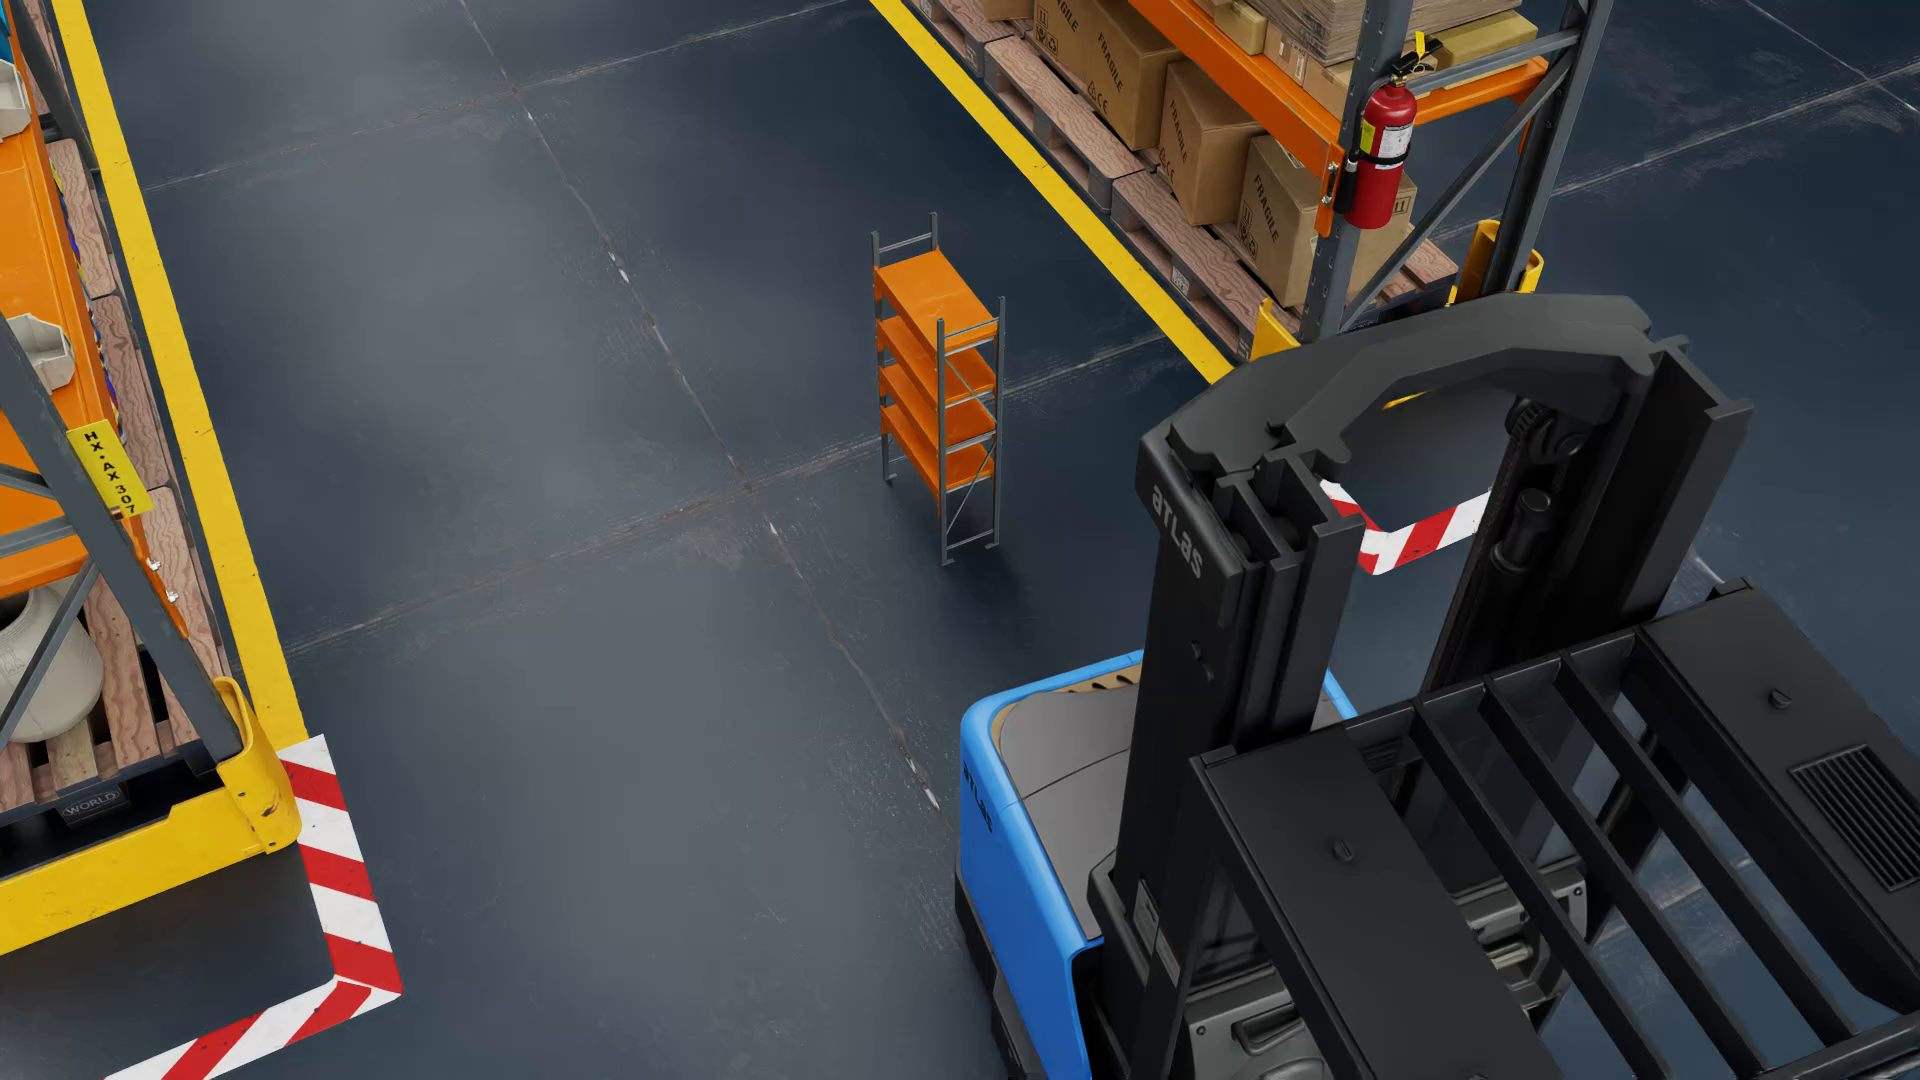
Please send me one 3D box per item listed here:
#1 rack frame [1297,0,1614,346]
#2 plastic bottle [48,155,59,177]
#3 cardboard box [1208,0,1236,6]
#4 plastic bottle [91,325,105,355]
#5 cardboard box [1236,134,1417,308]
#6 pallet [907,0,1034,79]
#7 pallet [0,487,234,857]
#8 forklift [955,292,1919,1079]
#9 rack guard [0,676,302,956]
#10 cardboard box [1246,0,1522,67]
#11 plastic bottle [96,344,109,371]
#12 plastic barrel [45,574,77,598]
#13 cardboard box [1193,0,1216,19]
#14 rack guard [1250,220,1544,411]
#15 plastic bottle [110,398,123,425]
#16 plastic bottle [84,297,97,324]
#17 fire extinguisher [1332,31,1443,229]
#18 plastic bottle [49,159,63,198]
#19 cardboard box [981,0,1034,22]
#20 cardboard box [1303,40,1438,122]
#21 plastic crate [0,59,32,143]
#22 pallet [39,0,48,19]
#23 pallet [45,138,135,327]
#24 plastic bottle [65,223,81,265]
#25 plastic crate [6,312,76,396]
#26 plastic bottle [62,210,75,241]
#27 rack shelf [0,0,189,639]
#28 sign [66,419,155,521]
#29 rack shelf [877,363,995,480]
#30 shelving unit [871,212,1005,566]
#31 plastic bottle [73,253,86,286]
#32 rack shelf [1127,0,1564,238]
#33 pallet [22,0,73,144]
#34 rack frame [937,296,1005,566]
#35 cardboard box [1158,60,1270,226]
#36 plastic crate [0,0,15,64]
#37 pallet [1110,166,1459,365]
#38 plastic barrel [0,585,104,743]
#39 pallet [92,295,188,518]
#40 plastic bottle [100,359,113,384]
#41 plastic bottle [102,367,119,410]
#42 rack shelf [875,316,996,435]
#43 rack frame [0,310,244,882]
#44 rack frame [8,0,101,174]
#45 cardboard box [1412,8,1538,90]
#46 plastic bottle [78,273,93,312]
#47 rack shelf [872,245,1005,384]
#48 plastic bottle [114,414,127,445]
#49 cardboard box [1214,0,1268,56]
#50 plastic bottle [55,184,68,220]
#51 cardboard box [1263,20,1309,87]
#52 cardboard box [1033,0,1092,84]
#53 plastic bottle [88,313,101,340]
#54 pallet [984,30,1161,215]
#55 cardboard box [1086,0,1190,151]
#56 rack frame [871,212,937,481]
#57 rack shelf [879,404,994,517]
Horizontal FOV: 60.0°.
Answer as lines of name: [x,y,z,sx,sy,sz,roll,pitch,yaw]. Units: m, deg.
rack frame: [1.757,-1.603,5.659,1.000,3.000,0.127,-21,52,-18]
plastic bottle: [-4.034,-1.662,7.278,0.097,0.201,0.097,0,49,0]
cardboard box: [1.194,-2.405,6.096,0.875,0.500,0.500,-21,52,-18]
plastic bottle: [-3.447,-0.804,6.527,0.097,0.201,0.097,0,49,0]
cardboard box: [1.486,-1.342,6.813,0.500,0.500,0.500,-13,50,-11]
pallet: [0.265,-2.925,8.668,1.003,0.211,1.213,-21,52,-18]
pallet: [-3.091,0.441,5.724,1.003,0.211,1.213,-21,52,-18]
forklift: [0.977,1.095,3.345,1.130,2.935,3.031,-16,51,-13]
rack guard: [-2.724,0.891,5.138,1.175,0.500,0.348,-21,52,-18]
cardboard box: [1.530,-2.111,5.840,0.875,0.500,0.500,-21,52,-18]
plastic bottle: [-3.402,-0.761,6.443,0.097,0.271,0.097,0,49,0]
plastic barrel: [-3.245,0.034,5.601,0.421,0.512,0.421,0,49,0]
cardboard box: [1.068,-2.130,6.287,0.380,0.149,0.250,-21,52,-18]
rack guard: [1.722,-0.831,6.644,1.175,0.500,0.348,-21,52,-18]
plastic bottle: [-3.247,-0.511,6.271,0.097,0.201,0.097,0,49,0]
plastic bottle: [-3.541,-0.941,6.647,0.097,0.201,0.097,0,49,0]
fire extinguisher: [1.400,-1.342,5.482,0.296,0.674,0.183,-21,52,-18]
plastic bottle: [-3.964,-1.616,7.183,0.061,0.283,0.133,-19,51,-16]
cardboard box: [0.343,-2.933,8.204,0.500,0.500,0.500,-7,49,-6]
cardboard box: [1.443,-1.640,5.858,0.380,0.149,0.250,-21,52,-18]
plastic crate: [-3.509,-1.488,5.734,0.530,0.136,0.437,-21,52,-18]
pallet: [-5.433,-2.986,8.721,1.003,0.211,1.213,-21,52,-18]
pallet: [-4.207,-1.192,7.152,1.003,0.211,1.213,-21,52,-18]
plastic bottle: [-3.727,-1.270,6.880,0.061,0.283,0.133,-18,51,-15]
plastic crate: [-2.770,-0.520,4.887,0.298,0.136,0.250,-21,52,-18]
plastic bottle: [-3.839,-1.387,6.937,0.144,0.351,0.185,-24,53,-19]
rack shelf: [-3.562,-0.999,5.609,1.077,0.370,4.000,-21,52,-18]
sign: [-2.156,-0.175,4.226,0.100,0.325,0.005,-21,52,-18]
rack shelf: [-0.076,-0.462,5.946,0.258,0.148,0.480,-21,52,-18]
shelving unit: [-0.076,-0.506,5.895,0.258,1.200,0.503,-21,52,-18]
plastic bottle: [-3.691,-1.170,6.748,0.144,0.351,0.185,-21,52,-18]
rack shelf: [0.842,-2.705,7.101,1.077,0.370,4.000,-21,52,-18]
pallet: [-4.871,-2.168,8.006,1.003,0.211,1.213,-21,52,-18]
rack frame: [0.036,-0.342,5.752,0.240,1.200,0.015,-21,52,-18]
cardboard box: [1.182,-1.730,7.152,0.500,0.500,0.500,-9,49,-8]
plastic crate: [-3.729,-1.878,5.998,0.499,0.251,0.616,-21,52,-18]
pallet: [1.382,-1.292,7.239,1.003,0.211,1.213,-21,52,-18]
plastic barrel: [-3.016,0.370,5.308,0.421,0.512,0.421,0,49,0]
pallet: [-3.645,-0.375,6.437,1.003,0.211,1.213,-21,52,-18]
plastic bottle: [-3.356,-0.694,6.384,0.097,0.271,0.097,0,49,0]
plastic bottle: [-3.287,-0.626,6.317,0.061,0.283,0.133,-20,52,-17]
rack shelf: [-0.076,-0.609,5.778,0.258,0.148,0.480,-21,52,-18]
rack frame: [-2.647,0.103,4.167,1.000,3.000,0.127,-21,52,-18]
rack frame: [-4.477,-2.574,6.509,1.000,3.000,0.127,-21,52,-18]
cardboard box: [1.839,-1.793,5.992,0.380,0.149,0.250,-21,52,-18]
plastic bottle: [-3.620,-1.036,6.680,0.152,0.276,0.135,-20,52,-17]
rack shelf: [-0.076,-0.765,5.599,0.258,0.148,0.480,-21,52,-18]
plastic bottle: [-3.199,-0.464,6.184,0.097,0.271,0.097,0,49,0]
cardboard box: [1.169,-1.957,6.136,0.380,0.149,0.250,-21,52,-18]
plastic bottle: [-3.926,-1.515,7.050,0.144,0.351,0.185,-22,53,-18]
cardboard box: [1.329,-1.807,6.005,0.380,0.149,0.250,-21,52,-18]
cardboard box: [0.697,-2.545,7.864,0.500,0.500,0.500,-26,54,-21]
plastic bottle: [-3.495,-0.896,6.561,0.097,0.271,0.097,0,49,0]
pallet: [0.828,-2.107,7.953,1.003,0.211,1.213,-21,52,-18]
cardboard box: [0.913,-2.156,7.524,0.500,0.500,0.500,-17,51,-14]
rack frame: [-0.187,-0.669,6.038,0.240,1.200,0.015,-21,52,-18]
rack shelf: [-0.076,-0.331,6.095,0.258,0.148,0.480,-21,52,-18]
